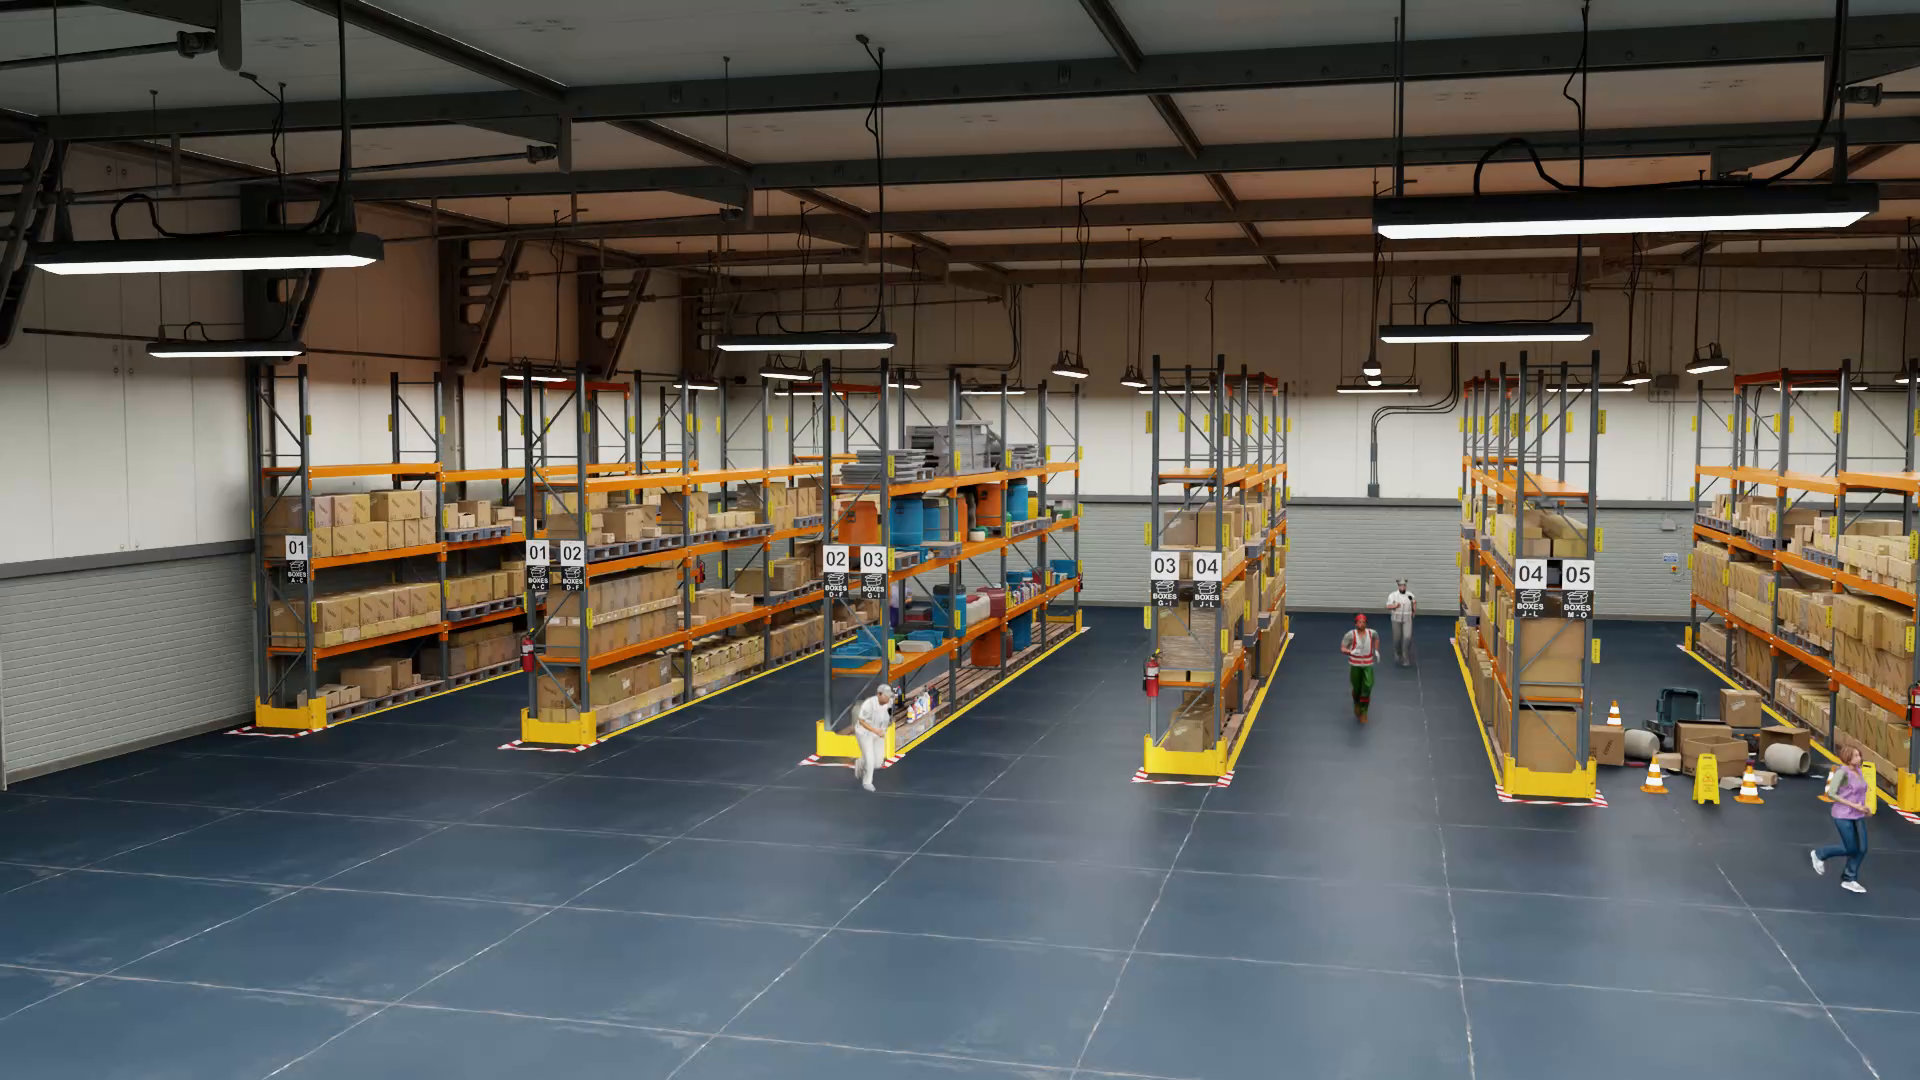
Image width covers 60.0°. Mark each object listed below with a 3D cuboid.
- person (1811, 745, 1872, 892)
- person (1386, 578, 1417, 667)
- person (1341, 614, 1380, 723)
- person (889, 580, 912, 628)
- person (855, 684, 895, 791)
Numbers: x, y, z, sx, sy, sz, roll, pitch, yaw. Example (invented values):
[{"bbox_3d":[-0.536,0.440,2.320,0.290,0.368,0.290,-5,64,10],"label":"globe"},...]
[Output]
[{"bbox_3d":[9.557,2.985,17.968,0.542,1.559,0.625,-2,5,-31],"label":"person"},{"bbox_3d":[9.243,1.713,34.822,0.624,1.840,0.762,1,4,10],"label":"person"},{"bbox_3d":[6.812,2.180,28.298,0.678,1.867,0.849,0,4,4],"label":"person"},{"bbox_3d":[-1.244,1.562,34.115,0.582,1.723,0.735,1,4,11],"label":"person"},{"bbox_3d":[-1.163,2.696,22.832,0.615,1.517,0.867,-3,5,-38],"label":"person"}]
